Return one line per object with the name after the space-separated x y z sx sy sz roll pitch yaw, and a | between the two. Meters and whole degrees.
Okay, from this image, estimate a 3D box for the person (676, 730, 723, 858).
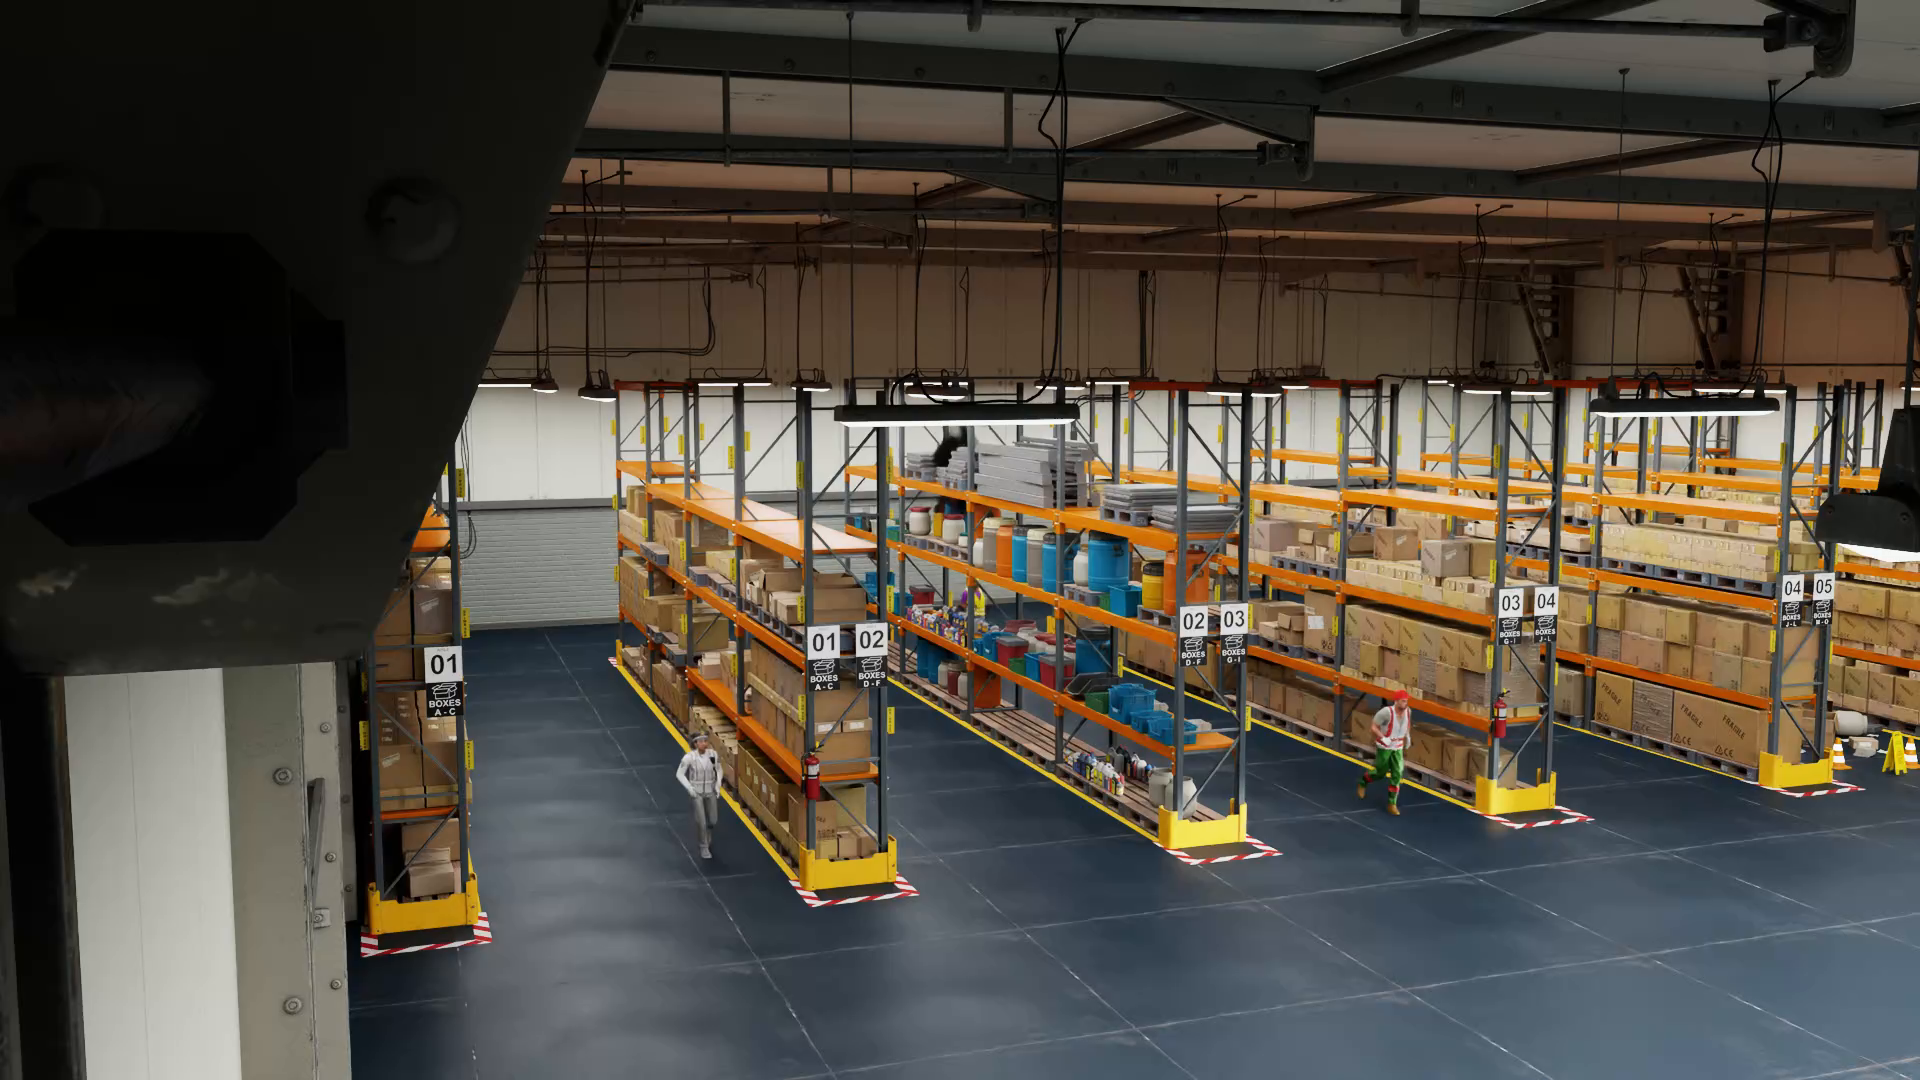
-3.343 3.248 21.432 0.628 1.662 0.532 -3 7 -22 | person

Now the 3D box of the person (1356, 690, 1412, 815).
6.129 2.959 23.757 0.707 1.736 0.988 -3 7 -24 | person

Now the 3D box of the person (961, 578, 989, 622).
0.335 1.644 35.884 0.704 1.751 0.985 -4 7 -32 | person
